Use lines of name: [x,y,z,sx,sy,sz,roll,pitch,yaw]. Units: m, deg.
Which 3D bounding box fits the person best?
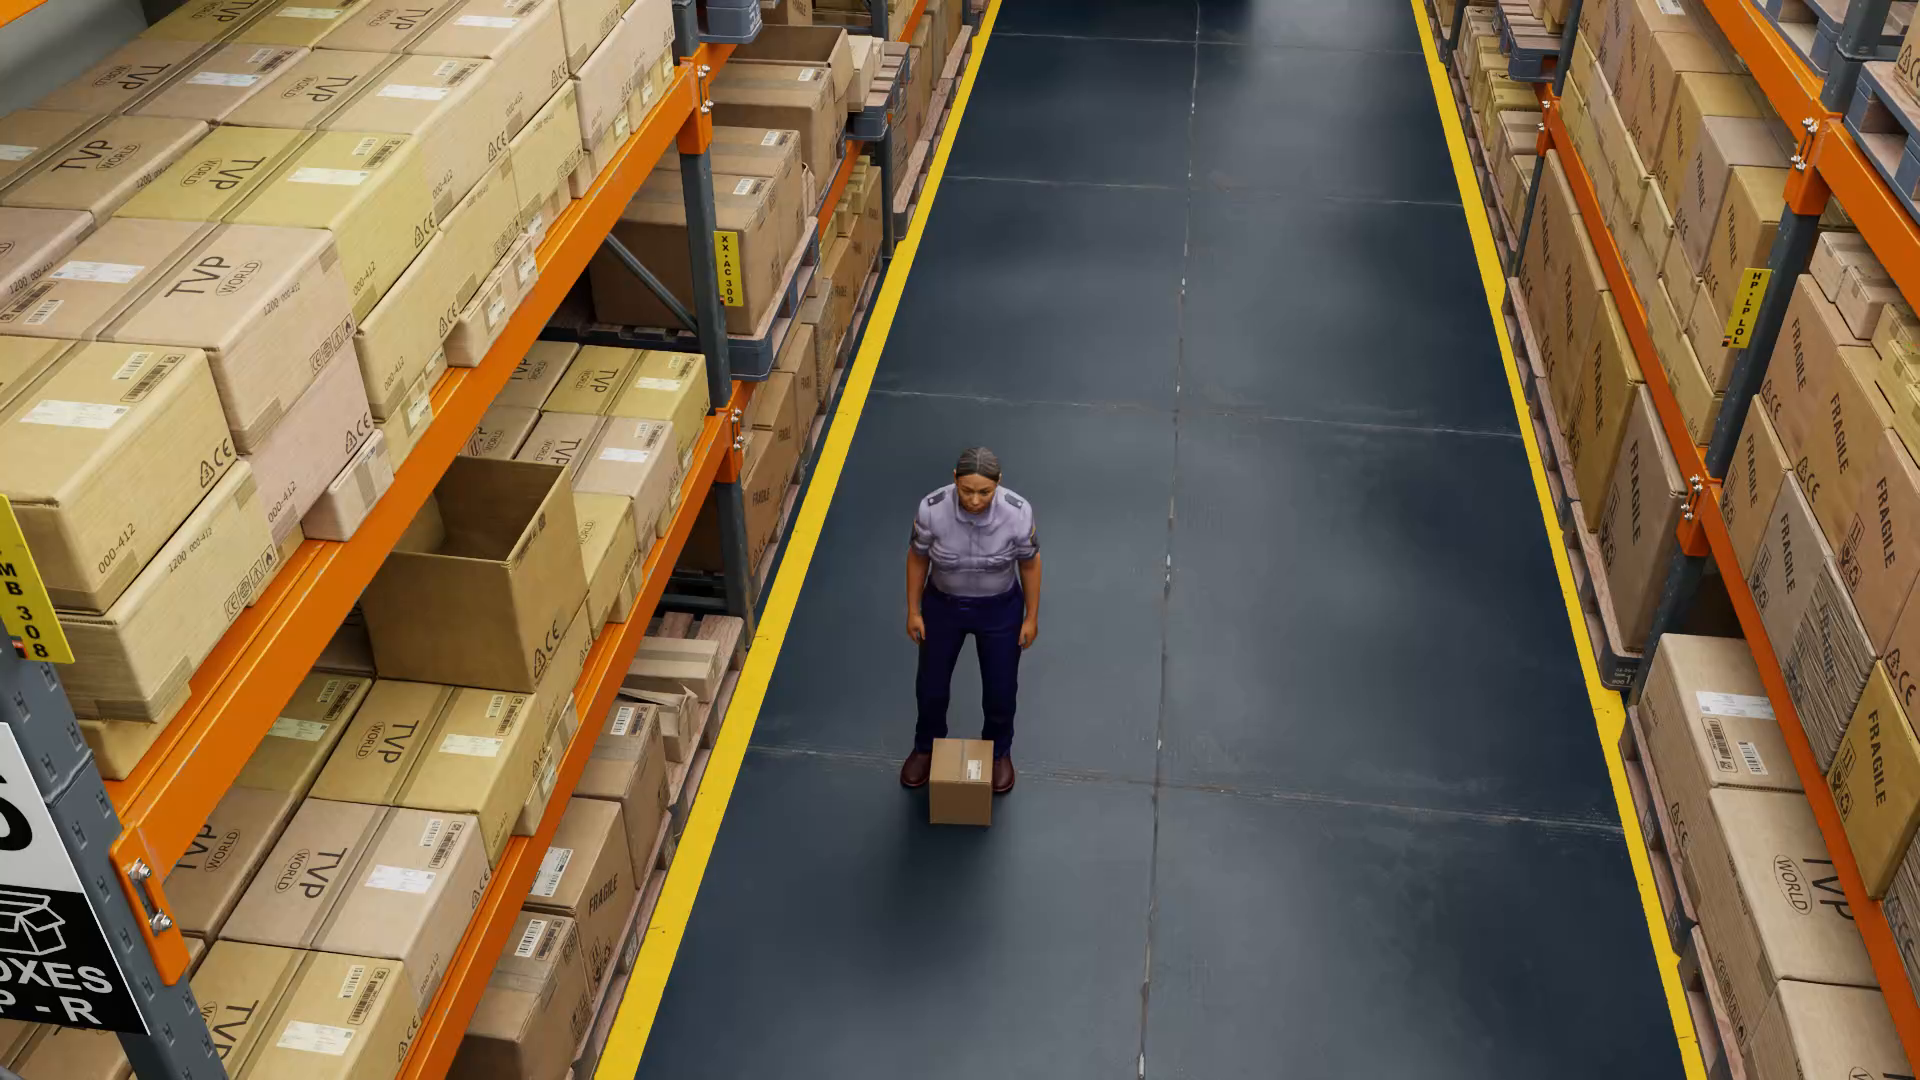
person: [0.037,0.294,6.644,0.563,1.653,0.361,3,36,4]
